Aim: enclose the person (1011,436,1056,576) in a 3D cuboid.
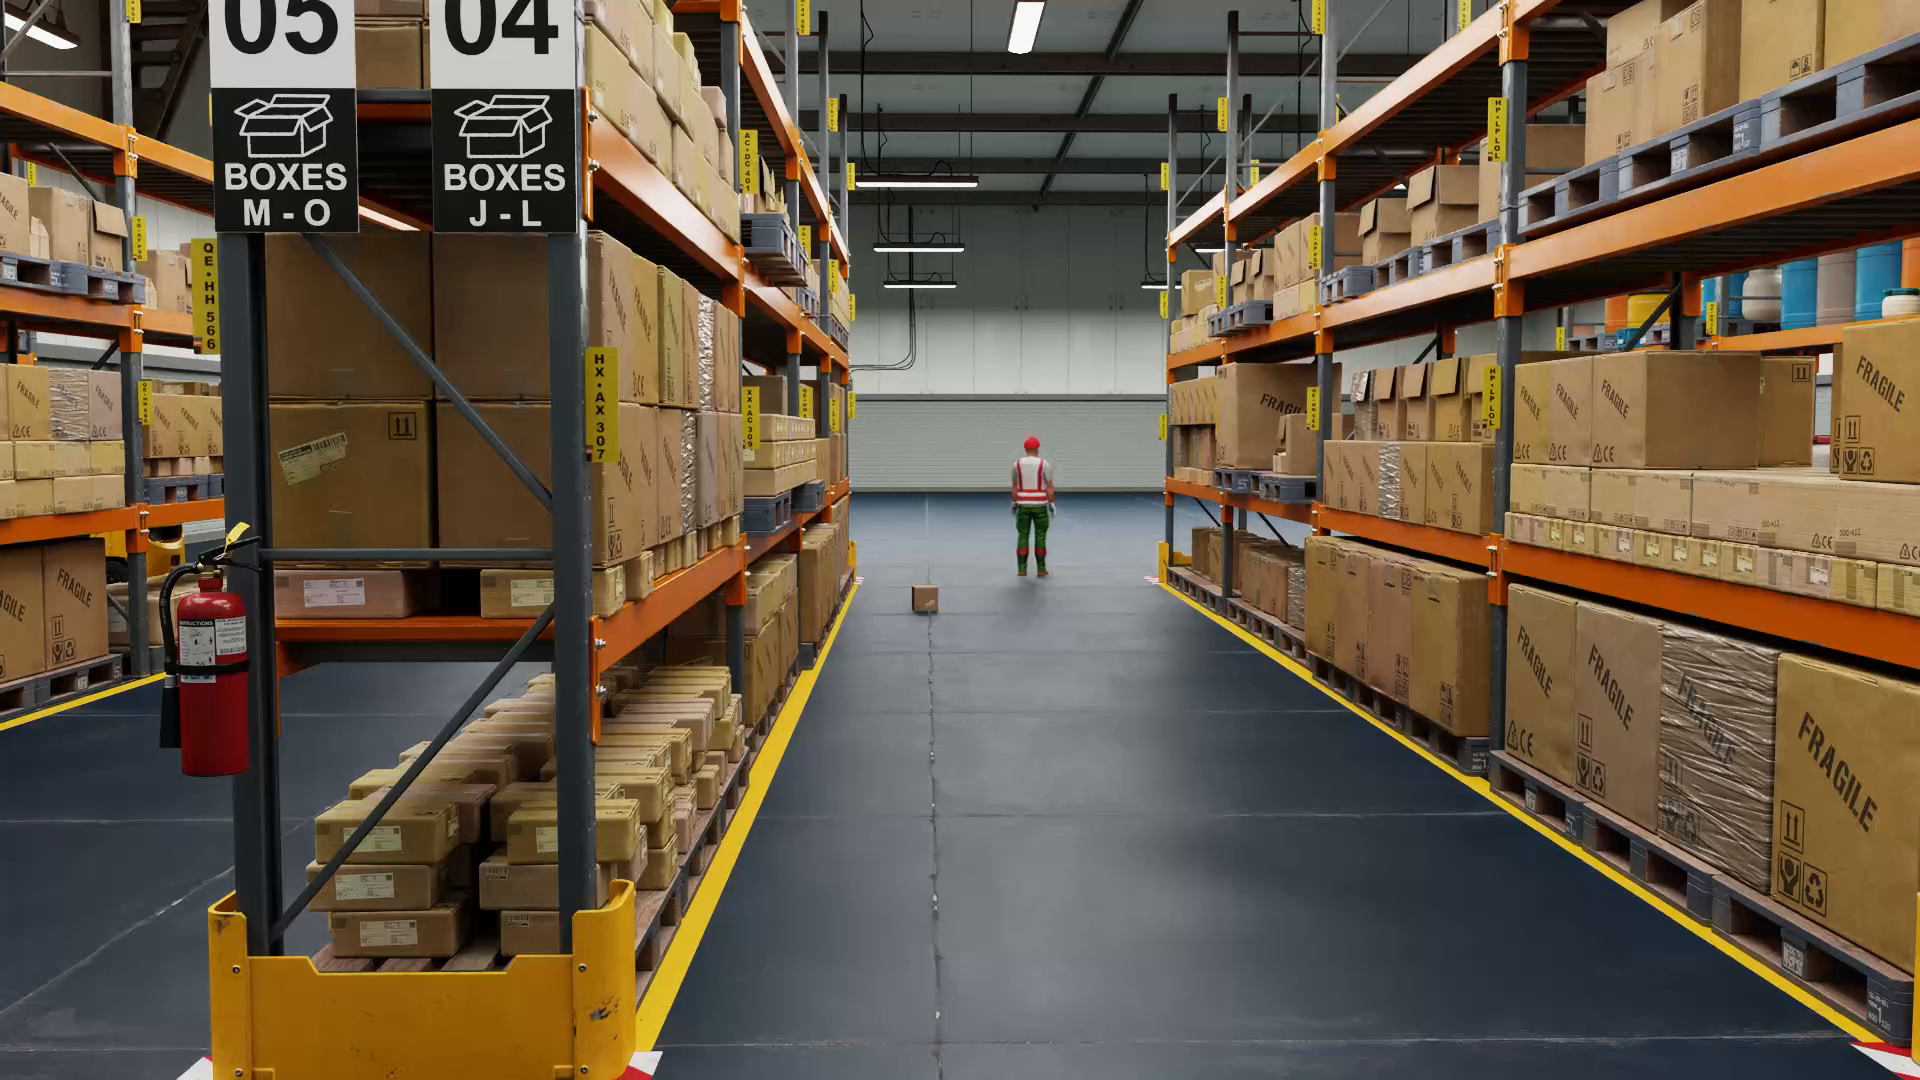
[{"bbox_3d":[0.950,-0.441,21.449,0.586,1.793,0.412,1,4,12],"label":"person"}]
